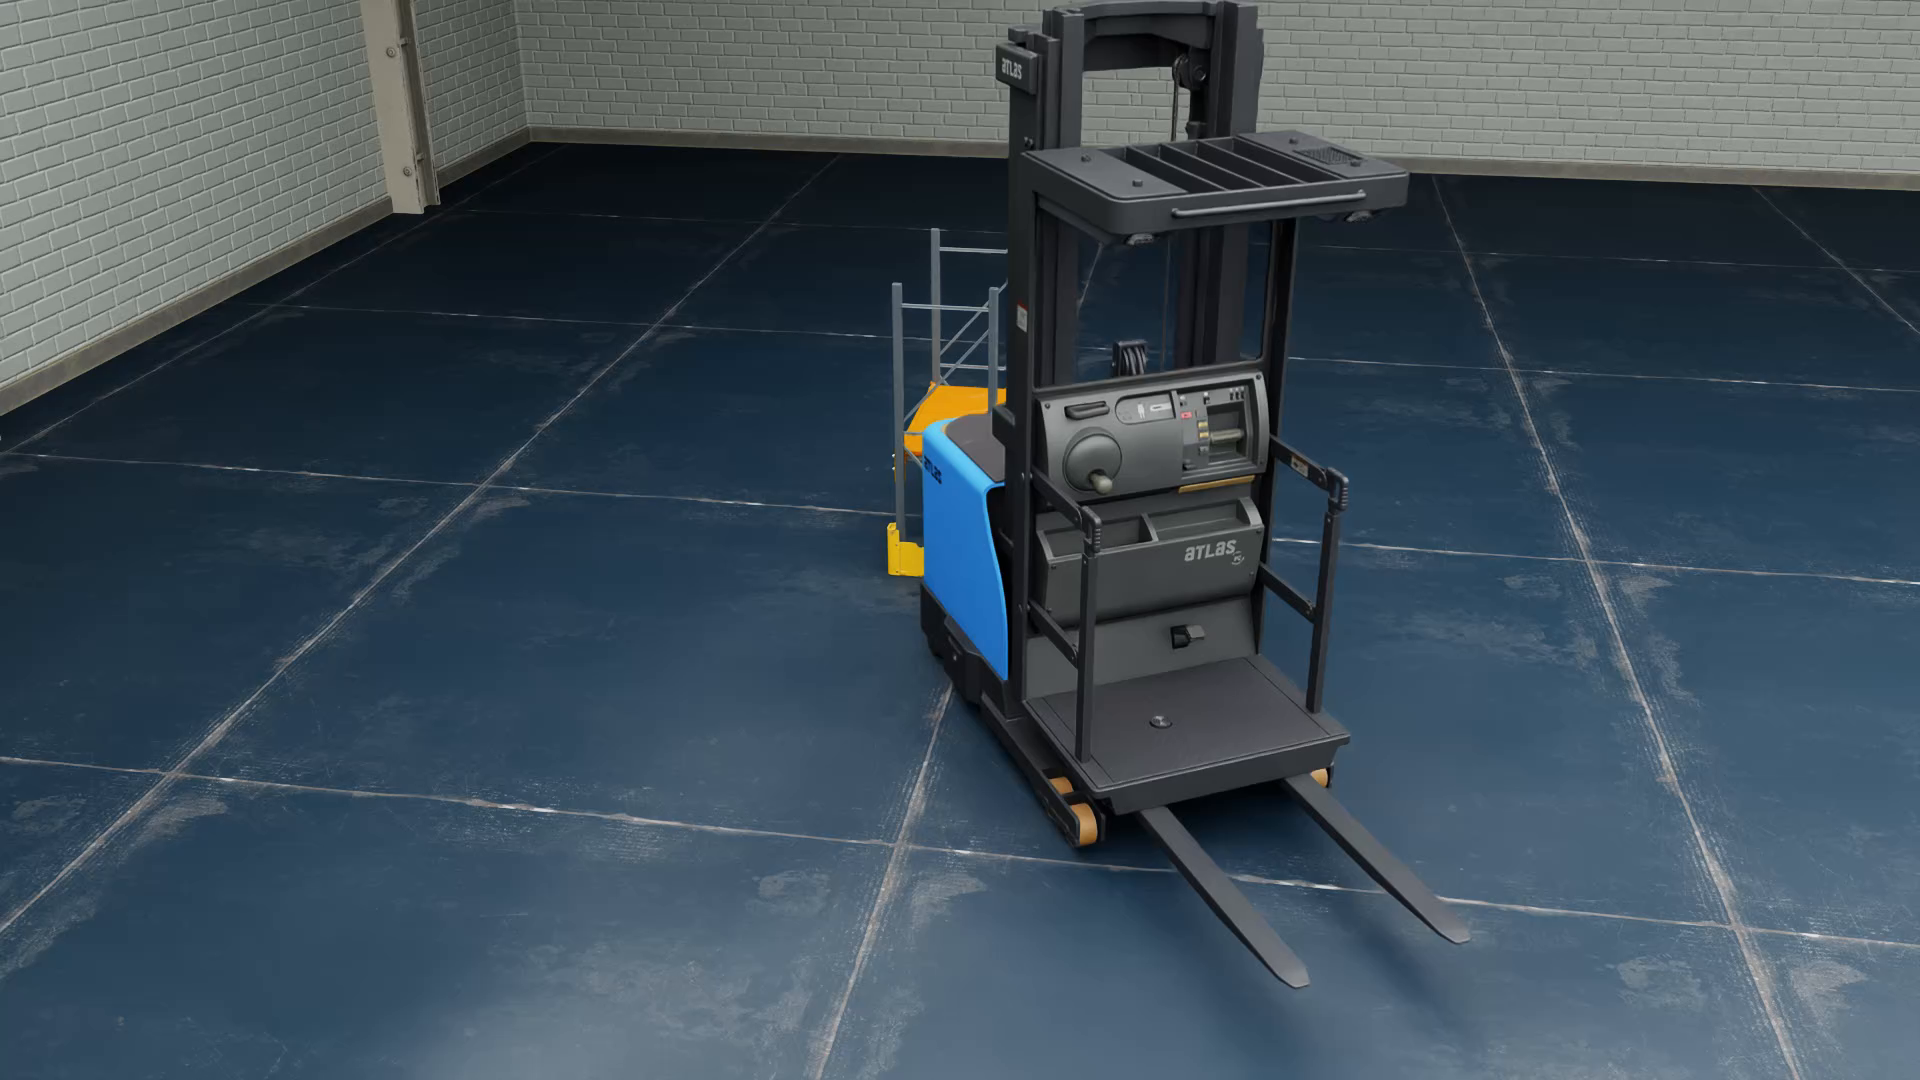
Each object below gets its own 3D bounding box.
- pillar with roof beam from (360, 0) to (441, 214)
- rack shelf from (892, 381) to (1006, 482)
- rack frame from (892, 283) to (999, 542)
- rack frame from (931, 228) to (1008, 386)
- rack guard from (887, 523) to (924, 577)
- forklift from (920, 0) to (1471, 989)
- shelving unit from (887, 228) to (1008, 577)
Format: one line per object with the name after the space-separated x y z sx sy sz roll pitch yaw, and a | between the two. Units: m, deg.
-0.748 -6.825 12.715 9.100 9.000 0.400 4 25 9 | pillar with roof beam
0.014 -0.552 8.585 0.538 0.185 1.000 4 25 9 | rack shelf
-0.069 -0.502 8.054 0.500 1.500 0.032 4 25 9 | rack frame
0.097 -0.928 8.962 0.500 1.500 0.032 4 25 9 | rack frame
-0.069 0.063 8.320 0.587 0.250 0.087 4 25 9 | rack guard
0.819 -0.369 6.080 1.130 2.935 3.031 -9 27 -19 | forklift
0.012 -0.711 8.500 0.587 1.500 1.083 4 25 9 | shelving unit
